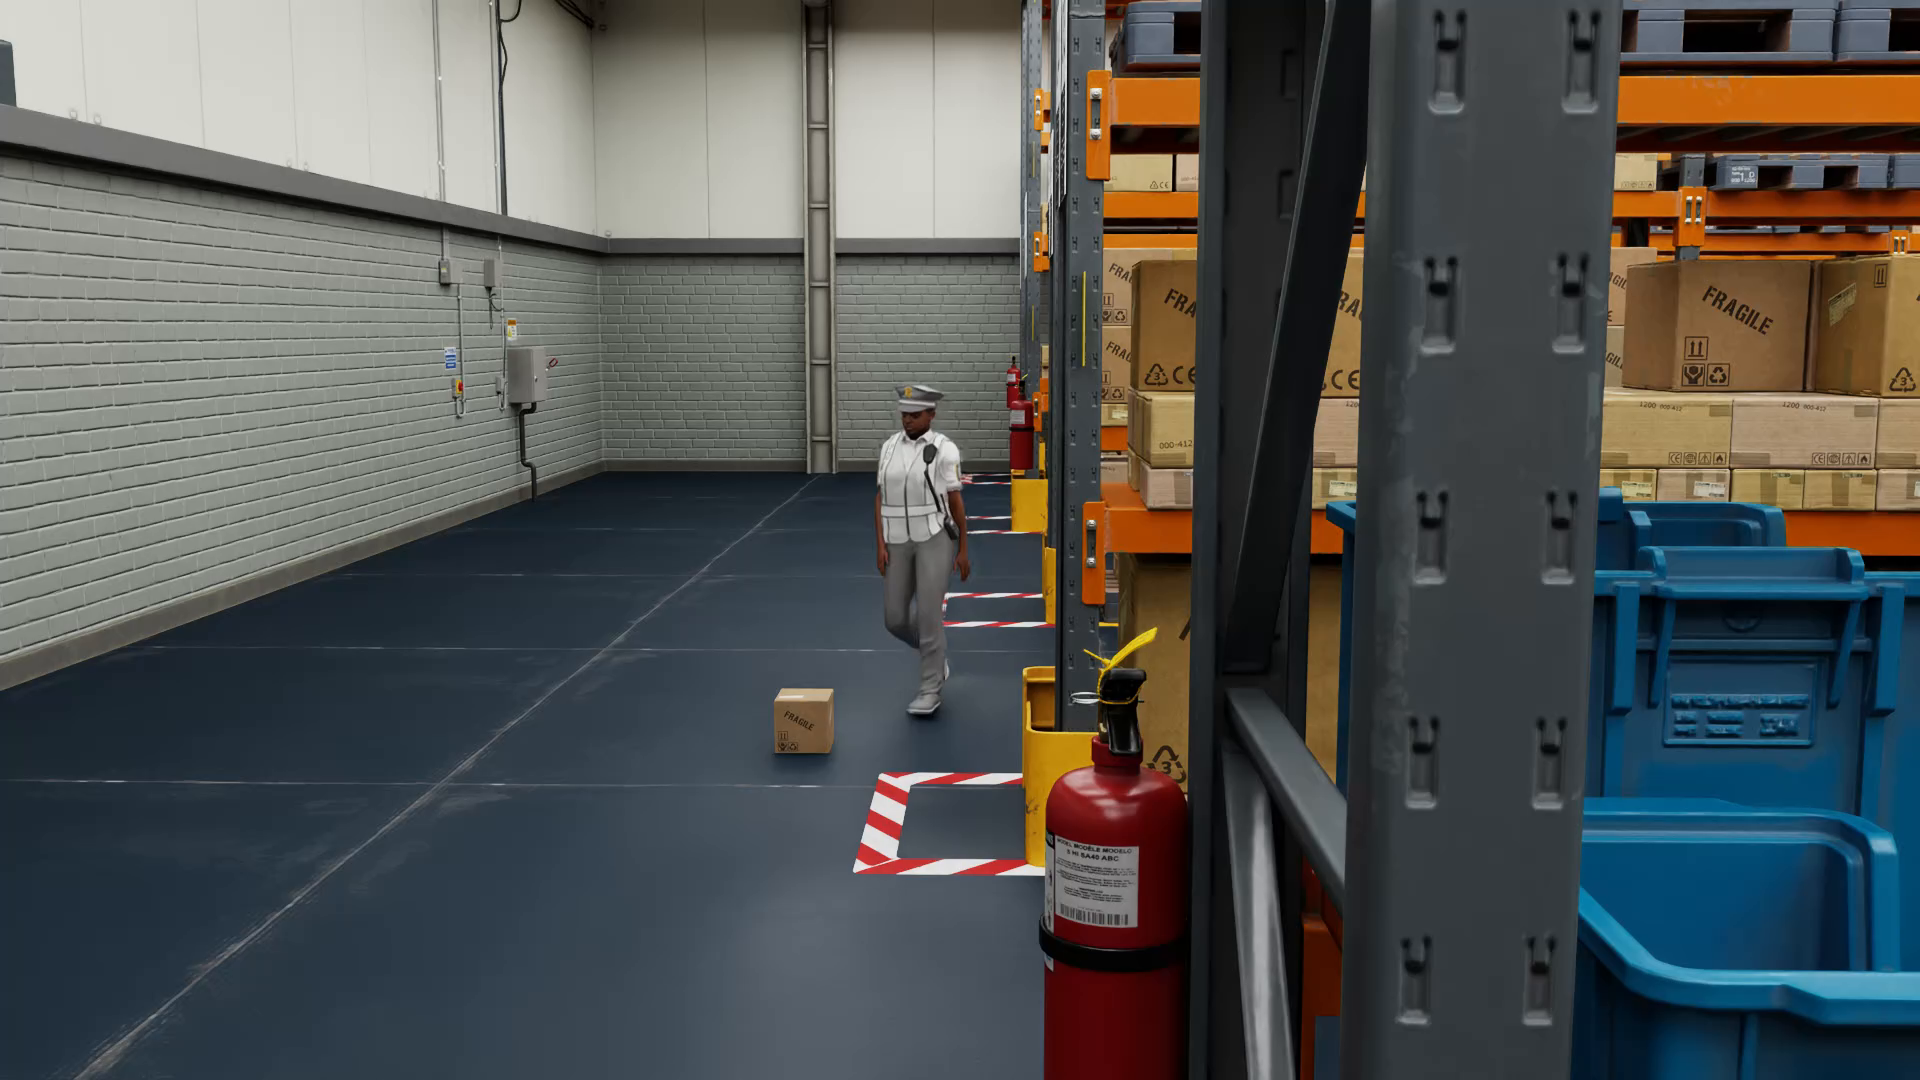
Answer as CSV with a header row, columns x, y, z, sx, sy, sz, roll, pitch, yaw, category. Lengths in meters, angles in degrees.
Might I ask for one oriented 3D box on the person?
x,y,z,sx,sy,sz,roll,pitch,yaw,category
-0.185,0.025,8.513,0.486,1.638,0.673,3,8,22,person
